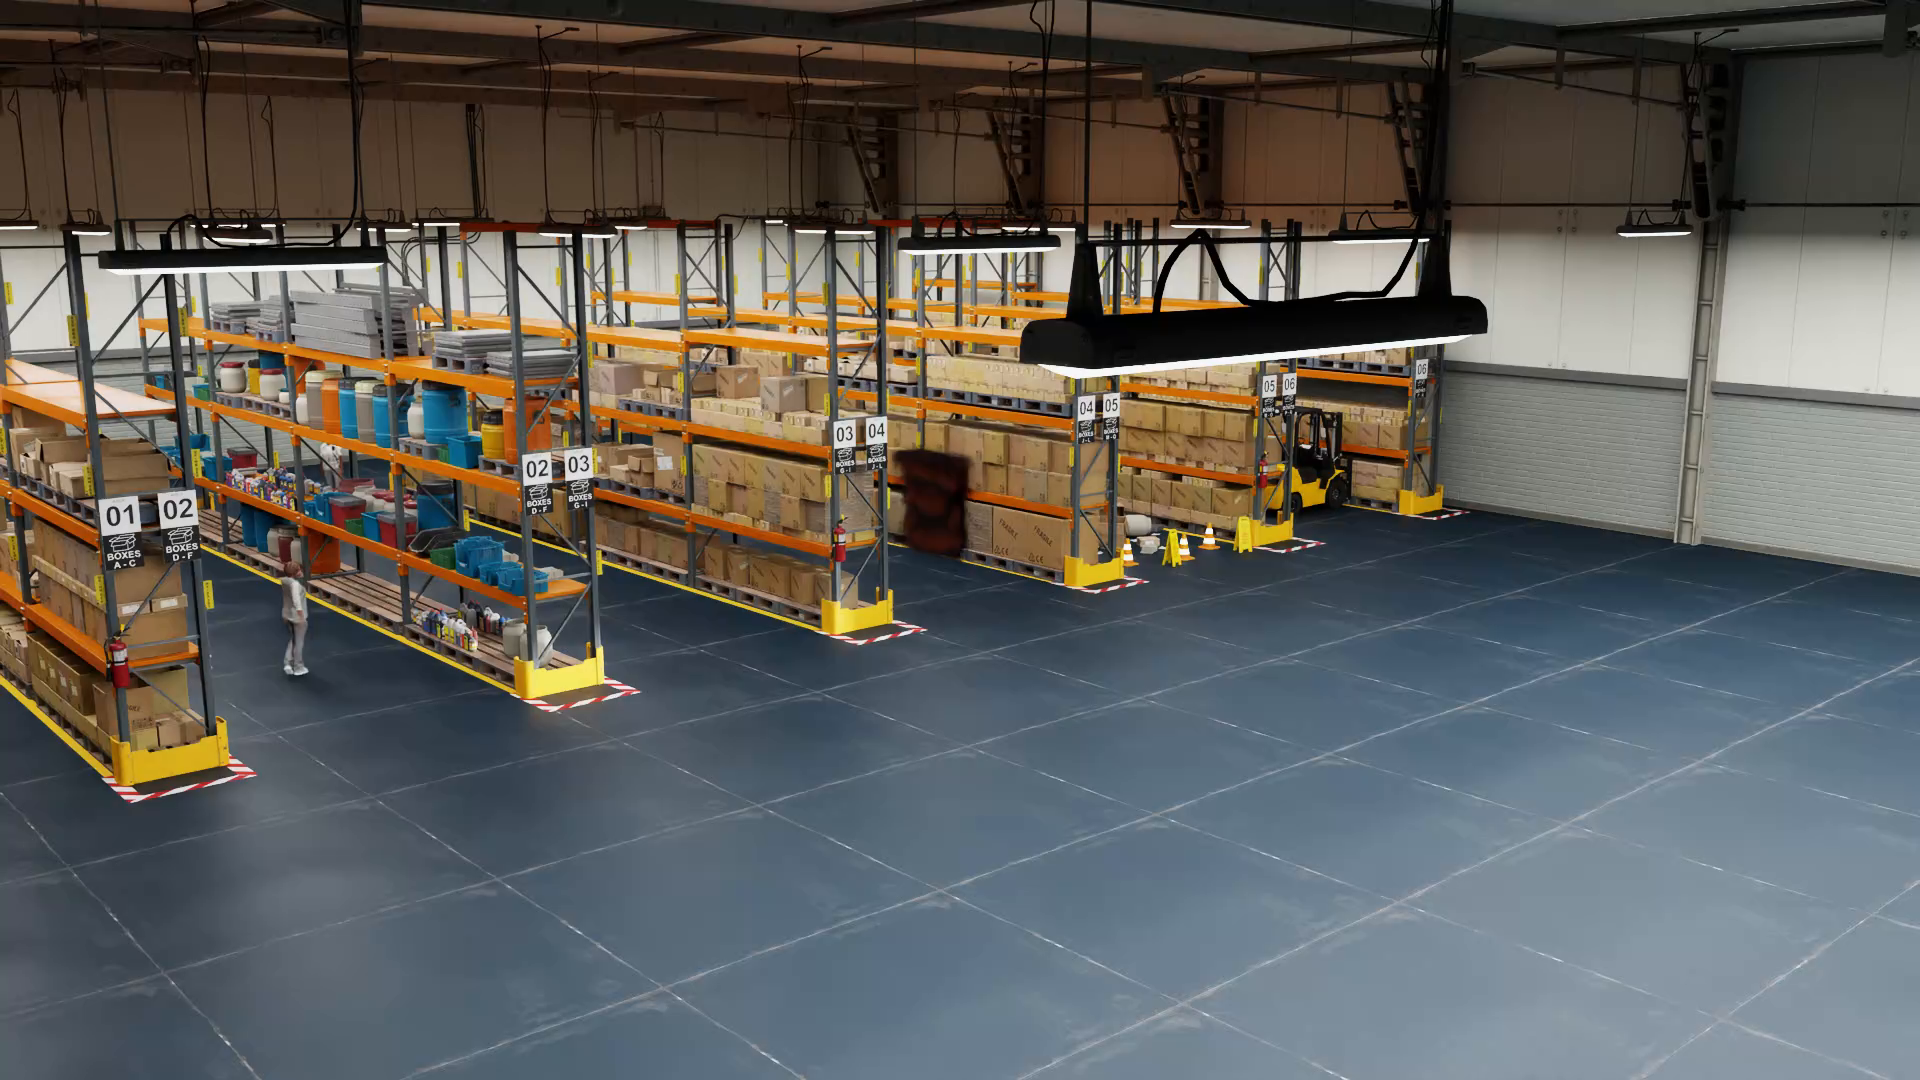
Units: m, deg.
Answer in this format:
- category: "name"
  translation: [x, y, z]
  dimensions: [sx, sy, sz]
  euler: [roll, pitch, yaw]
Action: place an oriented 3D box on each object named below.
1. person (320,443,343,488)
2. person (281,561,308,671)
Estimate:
- category: "person"
  translation: [-13.154, -1.442, 34.787]
  dimensions: [0.486, 1.694, 0.420]
  euler: [0, 11, 1]
- category: "person"
  translation: [-9.036, 1.026, 22.558]
  dimensions: [0.395, 1.527, 0.363]
  euler: [5, 12, 24]
